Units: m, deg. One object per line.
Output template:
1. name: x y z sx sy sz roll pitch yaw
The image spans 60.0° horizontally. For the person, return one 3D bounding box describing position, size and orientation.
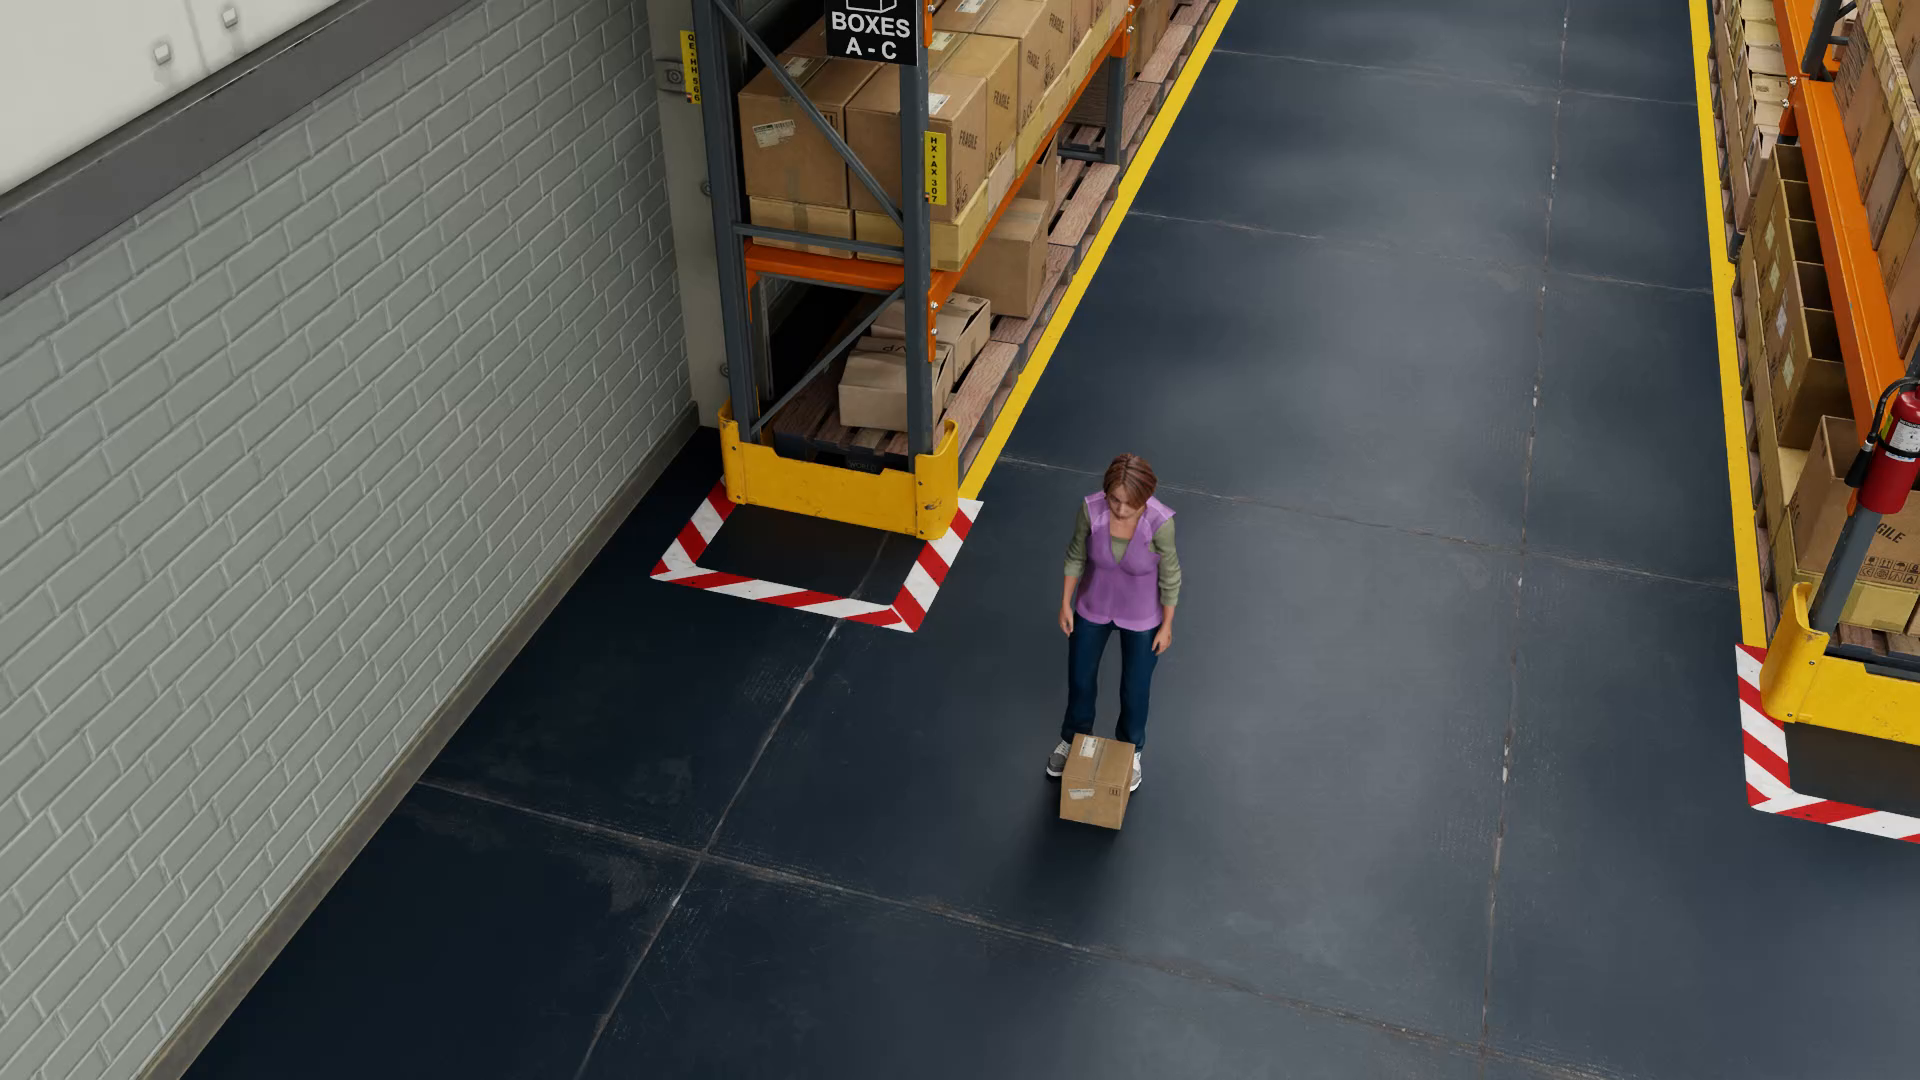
1. person: 0.616 0.302 6.504 0.460 1.593 0.344 11 39 14
